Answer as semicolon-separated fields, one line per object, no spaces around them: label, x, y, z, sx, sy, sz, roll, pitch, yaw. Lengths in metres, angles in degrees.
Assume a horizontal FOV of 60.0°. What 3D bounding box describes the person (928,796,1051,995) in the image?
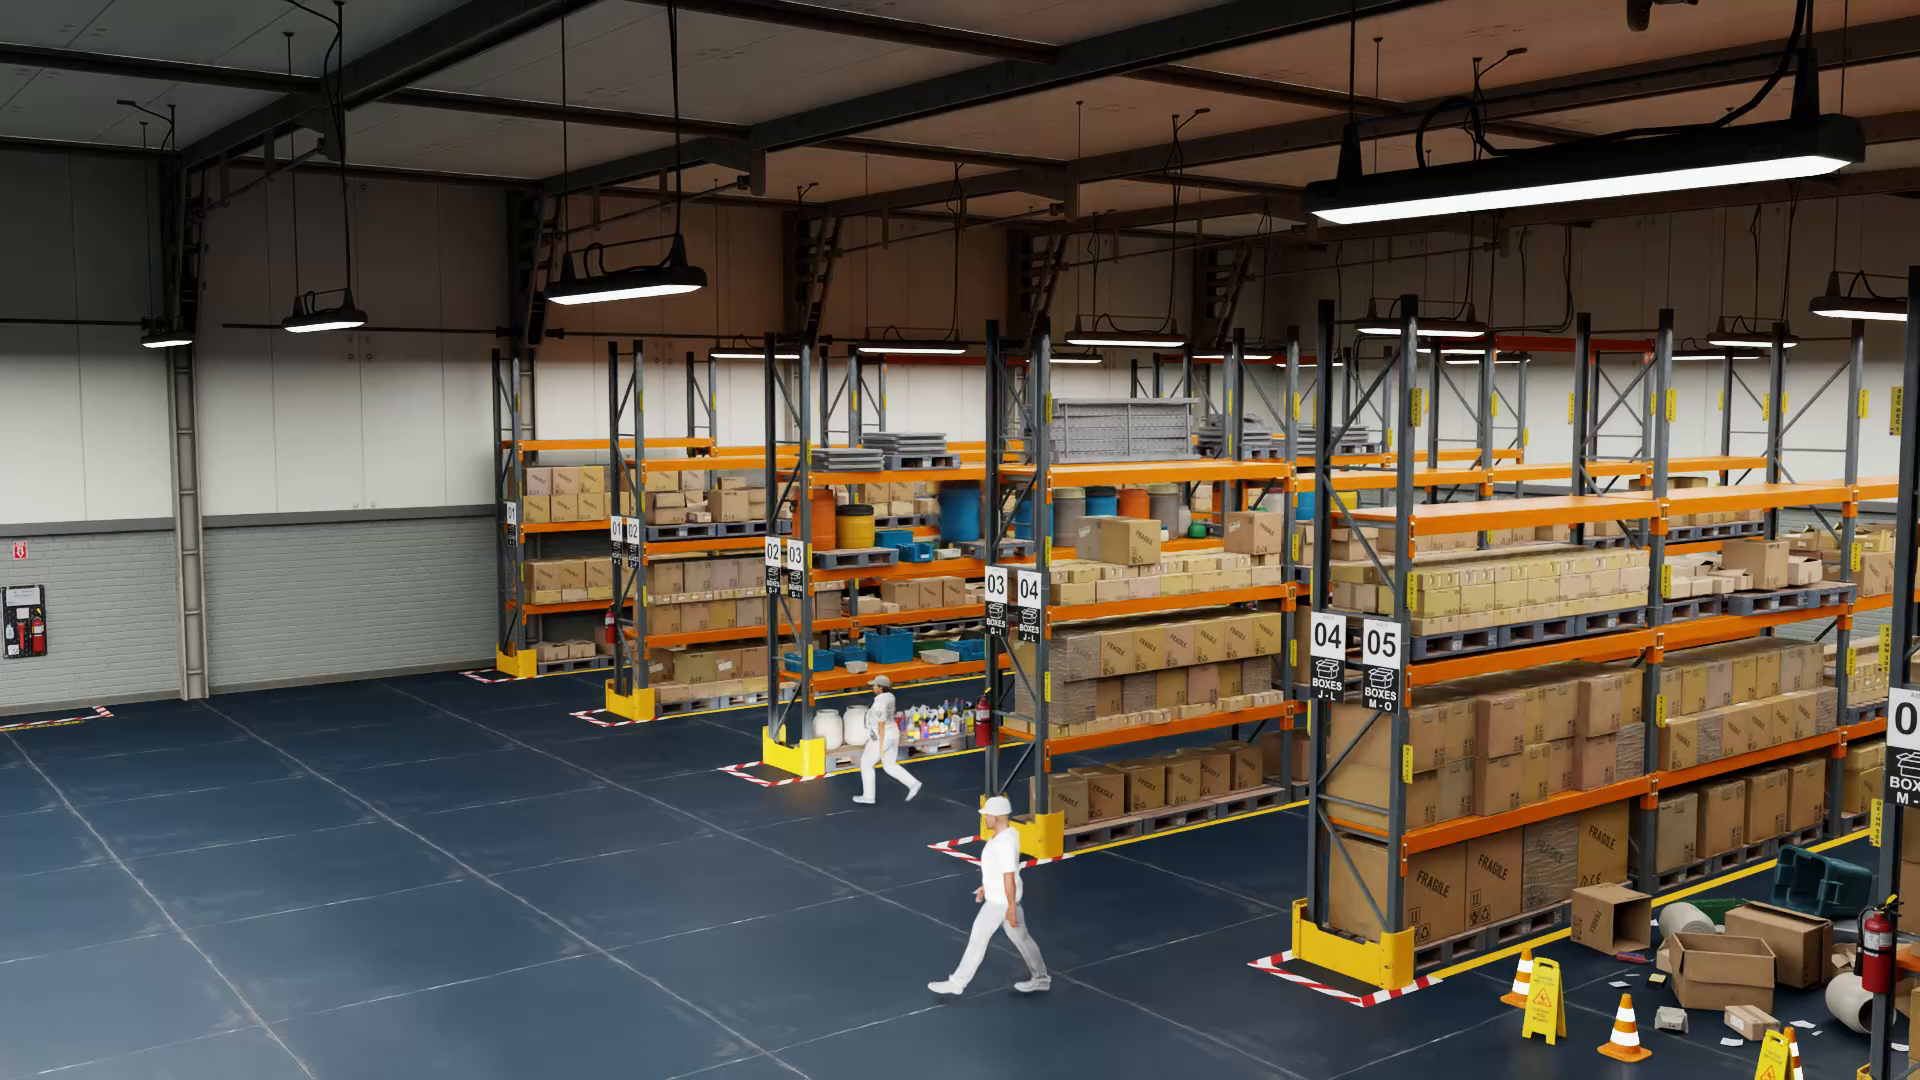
person;0.269;3.035;14.265;1.030;1.703;0.600;1;5;11

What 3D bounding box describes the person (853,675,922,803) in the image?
person;-0.921;2.504;20.880;0.860;1.611;0.480;2;5;22

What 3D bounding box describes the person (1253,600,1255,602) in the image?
person;7.458;0.713;41.051;0.504;1.685;0.393;-4;6;-36
